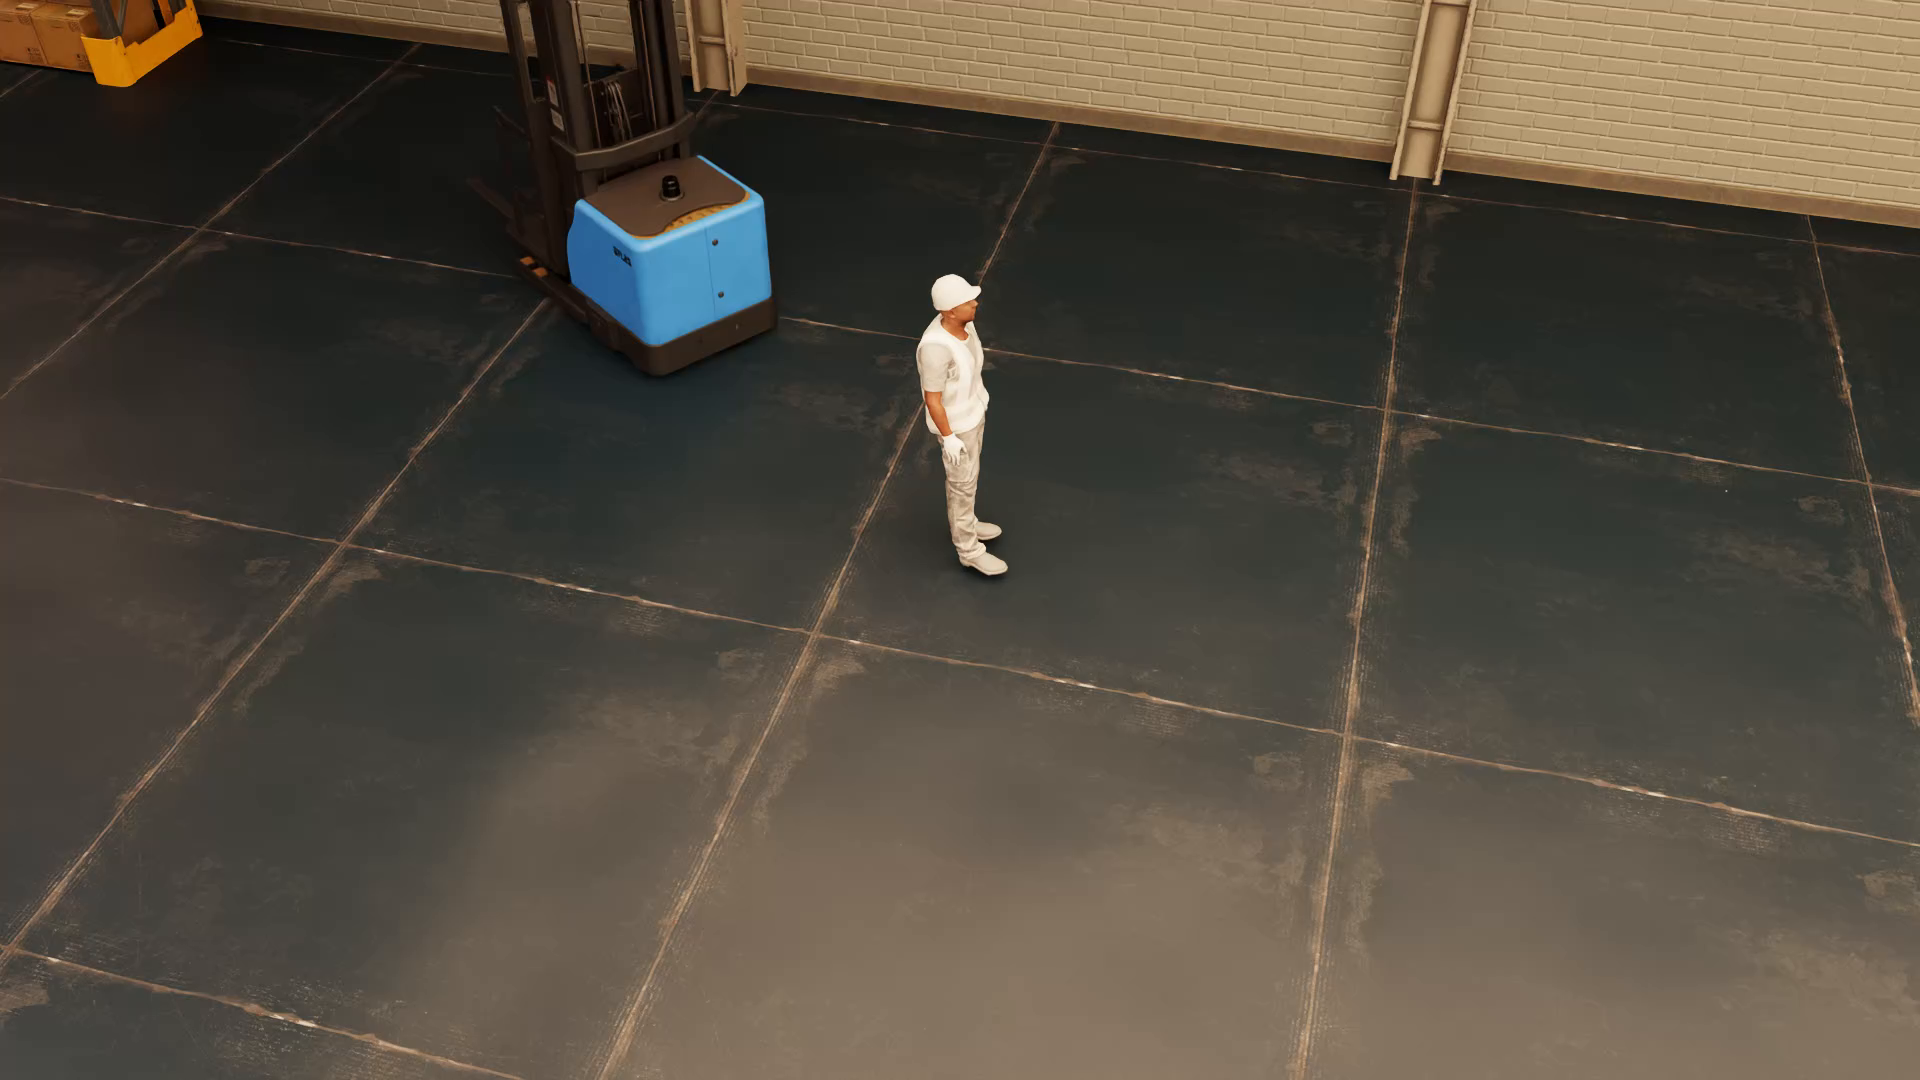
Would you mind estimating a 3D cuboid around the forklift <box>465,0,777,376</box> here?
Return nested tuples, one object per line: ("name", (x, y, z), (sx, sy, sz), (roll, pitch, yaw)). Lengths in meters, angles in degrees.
("forklift", (-2.624, -3.116, 11.417), (1.130, 2.935, 3.031), (-29, 49, -29))

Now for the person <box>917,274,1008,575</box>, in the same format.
("person", (0.068, -0.689, 9.446), (0.575, 1.784, 0.657), (10, 42, 11))
